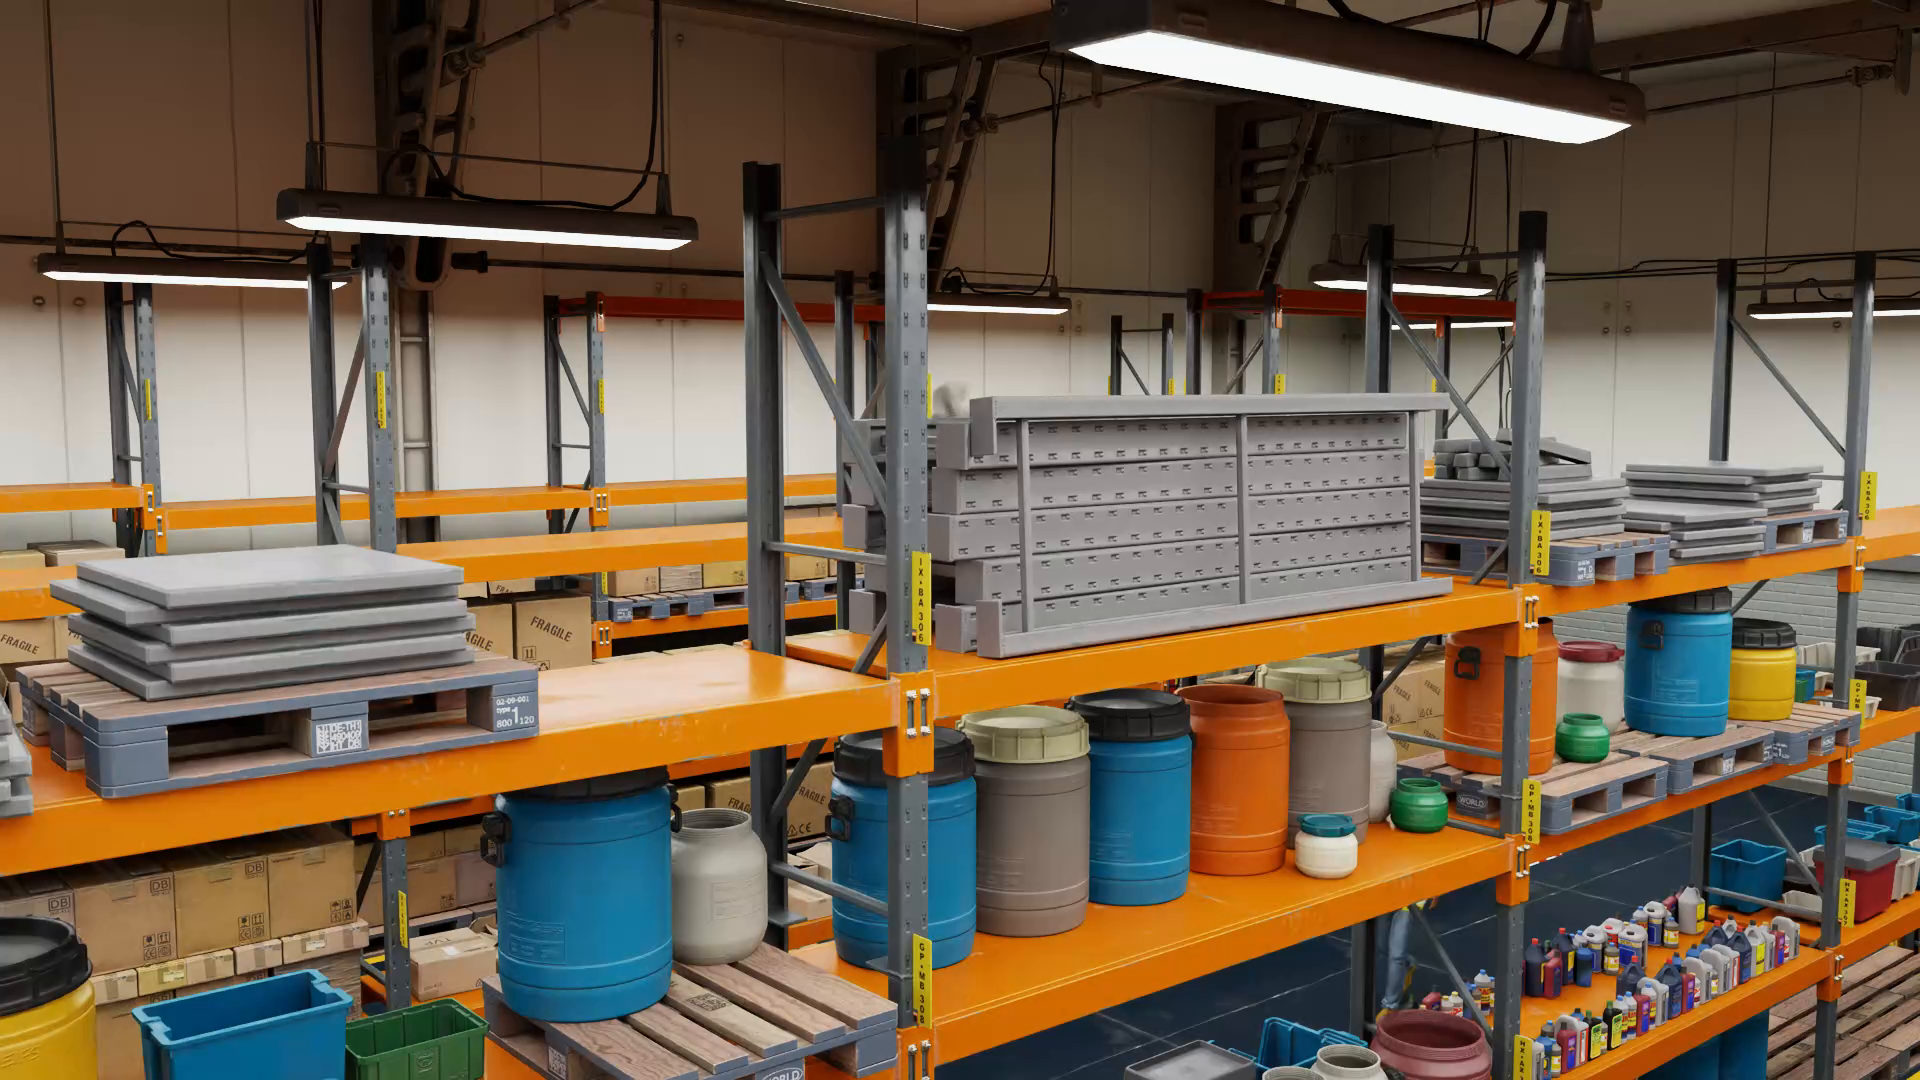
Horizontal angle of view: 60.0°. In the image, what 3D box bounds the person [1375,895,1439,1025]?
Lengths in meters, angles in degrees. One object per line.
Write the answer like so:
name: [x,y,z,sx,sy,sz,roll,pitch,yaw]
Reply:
person: [3.554,2.961,13.516,0.710,1.740,0.991,5,7,40]
